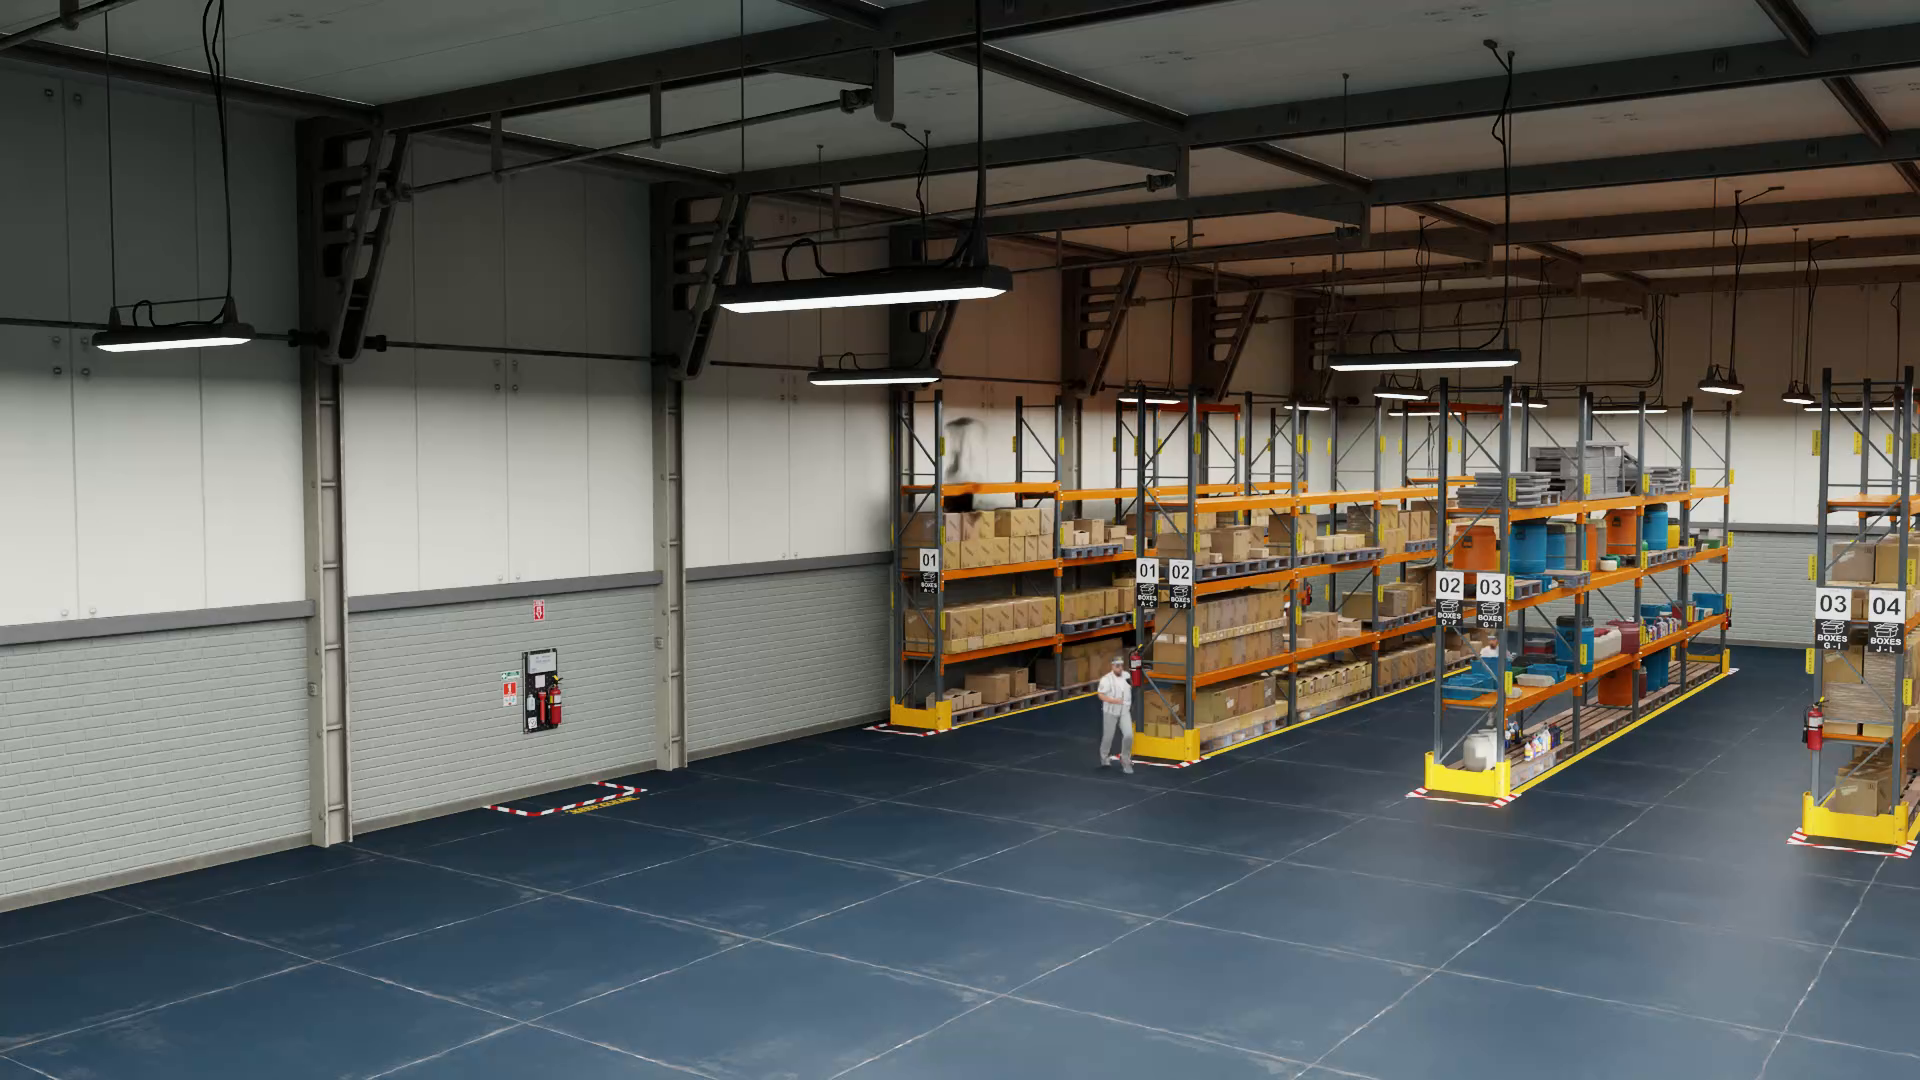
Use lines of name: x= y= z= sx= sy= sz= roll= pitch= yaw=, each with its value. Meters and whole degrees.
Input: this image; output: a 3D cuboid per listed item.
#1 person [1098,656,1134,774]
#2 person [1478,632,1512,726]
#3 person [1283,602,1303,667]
person: x=2.394 y=2.691 z=25.620 sx=0.627 sy=1.844 sz=0.844 roll=-1 pitch=3 yaw=-16
person: x=9.655 y=2.480 z=30.045 sx=0.605 sy=1.672 sz=0.819 roll=2 pitch=4 yaw=31
person: x=7.149 y=2.168 z=35.563 sx=0.659 sy=1.720 sz=0.910 roll=2 pitch=4 yaw=31
